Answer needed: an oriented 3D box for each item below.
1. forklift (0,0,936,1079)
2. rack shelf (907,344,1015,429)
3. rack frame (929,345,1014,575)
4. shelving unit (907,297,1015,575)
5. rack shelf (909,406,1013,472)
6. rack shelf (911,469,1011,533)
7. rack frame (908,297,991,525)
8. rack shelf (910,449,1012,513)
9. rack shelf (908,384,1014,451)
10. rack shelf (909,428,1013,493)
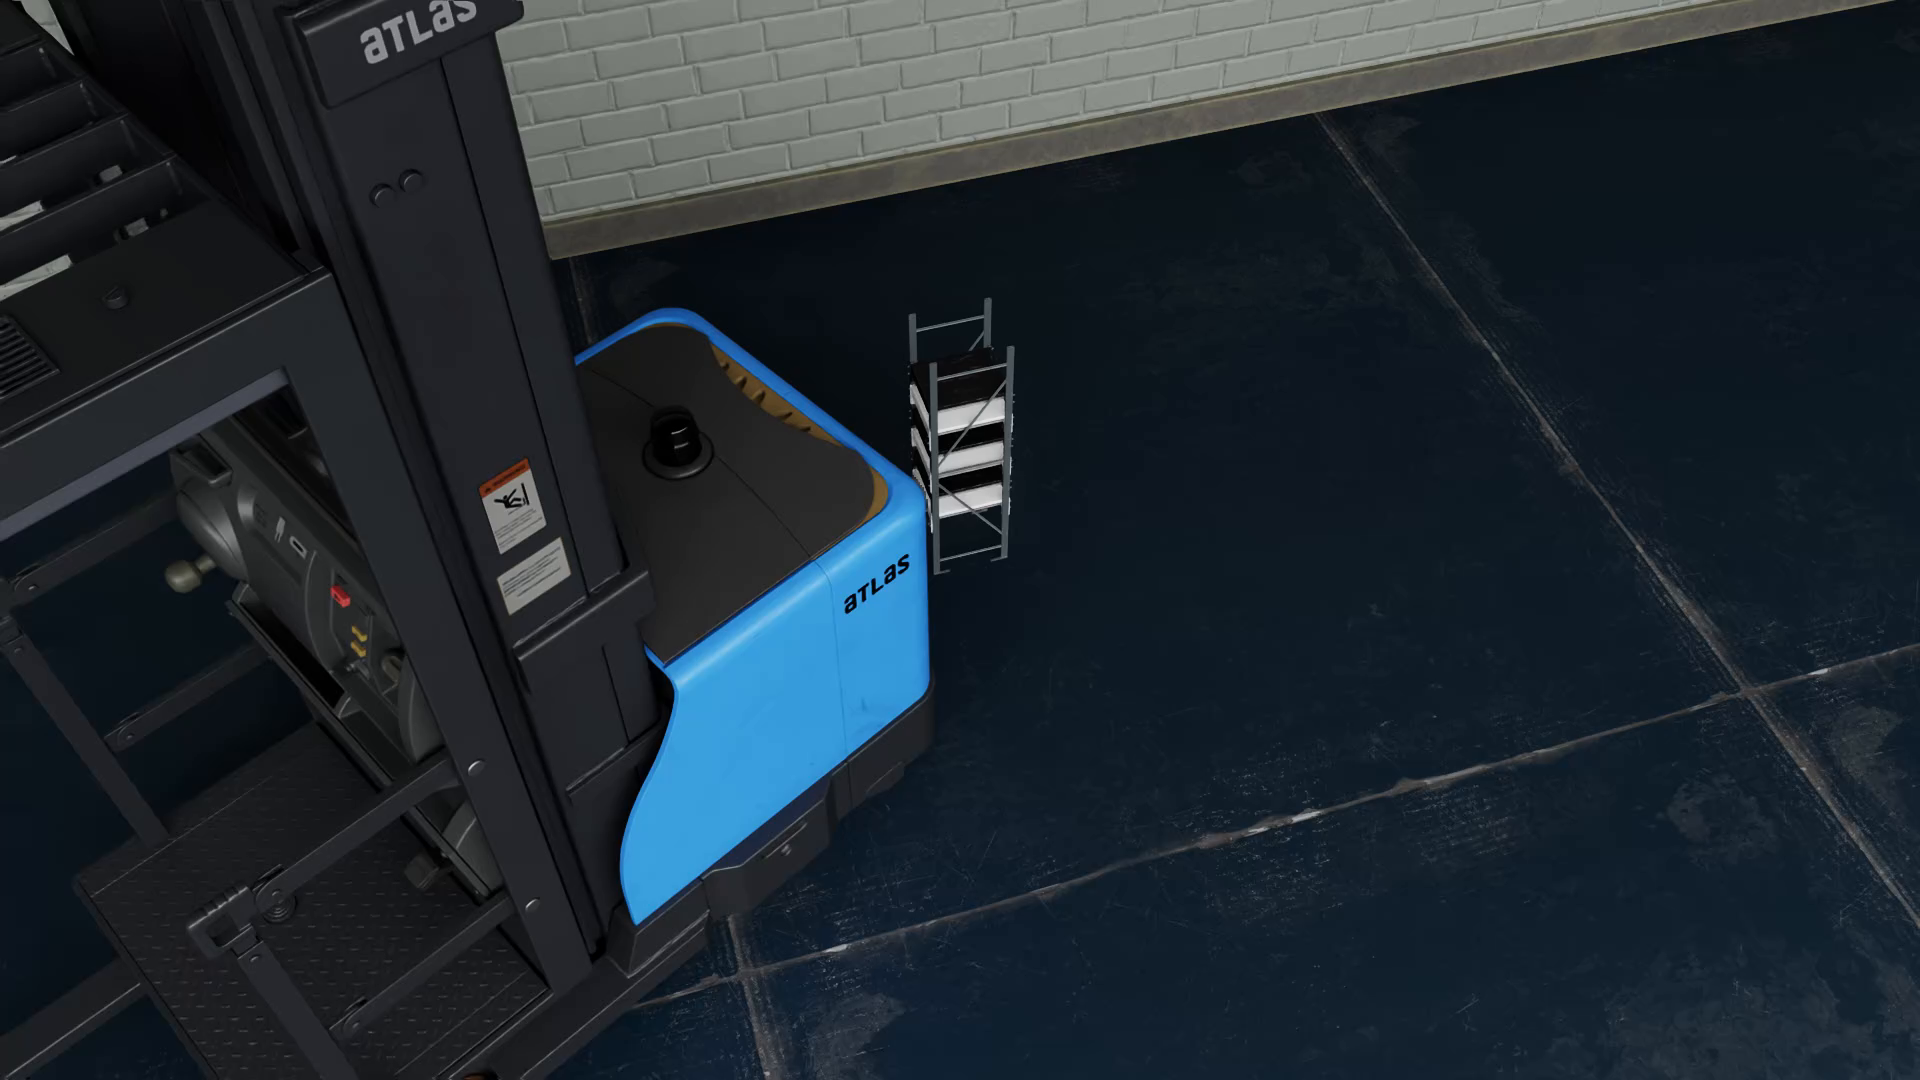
[{"bbox_3d":[-1.471,0.160,3.198,3.031,2.935,1.130,-37,59,-27],"label":"forklift"},{"bbox_3d":[0.002,-0.437,4.720,0.258,0.077,0.200,-13,51,-11],"label":"rack shelf"},{"bbox_3d":[0.032,-0.210,4.838,0.240,0.900,0.006,-13,51,-11],"label":"rack frame"},{"bbox_3d":[0.002,-0.284,4.901,0.258,0.900,0.210,-13,51,-11],"label":"shelving unit"},{"bbox_3d":[0.002,-0.321,4.858,0.258,0.077,0.200,-13,51,-11],"label":"rack shelf"},{"bbox_3d":[0.002,-0.147,5.064,0.258,0.077,0.200,-13,51,-11],"label":"rack shelf"},{"bbox_3d":[-0.028,-0.358,4.964,0.240,0.900,0.006,-13,51,-11],"label":"rack frame"},{"bbox_3d":[0.002,-0.205,4.995,0.258,0.077,0.200,-13,51,-11],"label":"rack shelf"},{"bbox_3d":[0.002,-0.379,4.789,0.258,0.077,0.200,-13,51,-11],"label":"rack shelf"},{"bbox_3d":[0.002,-0.263,4.926,0.258,0.077,0.200,-13,51,-11],"label":"rack shelf"}]
